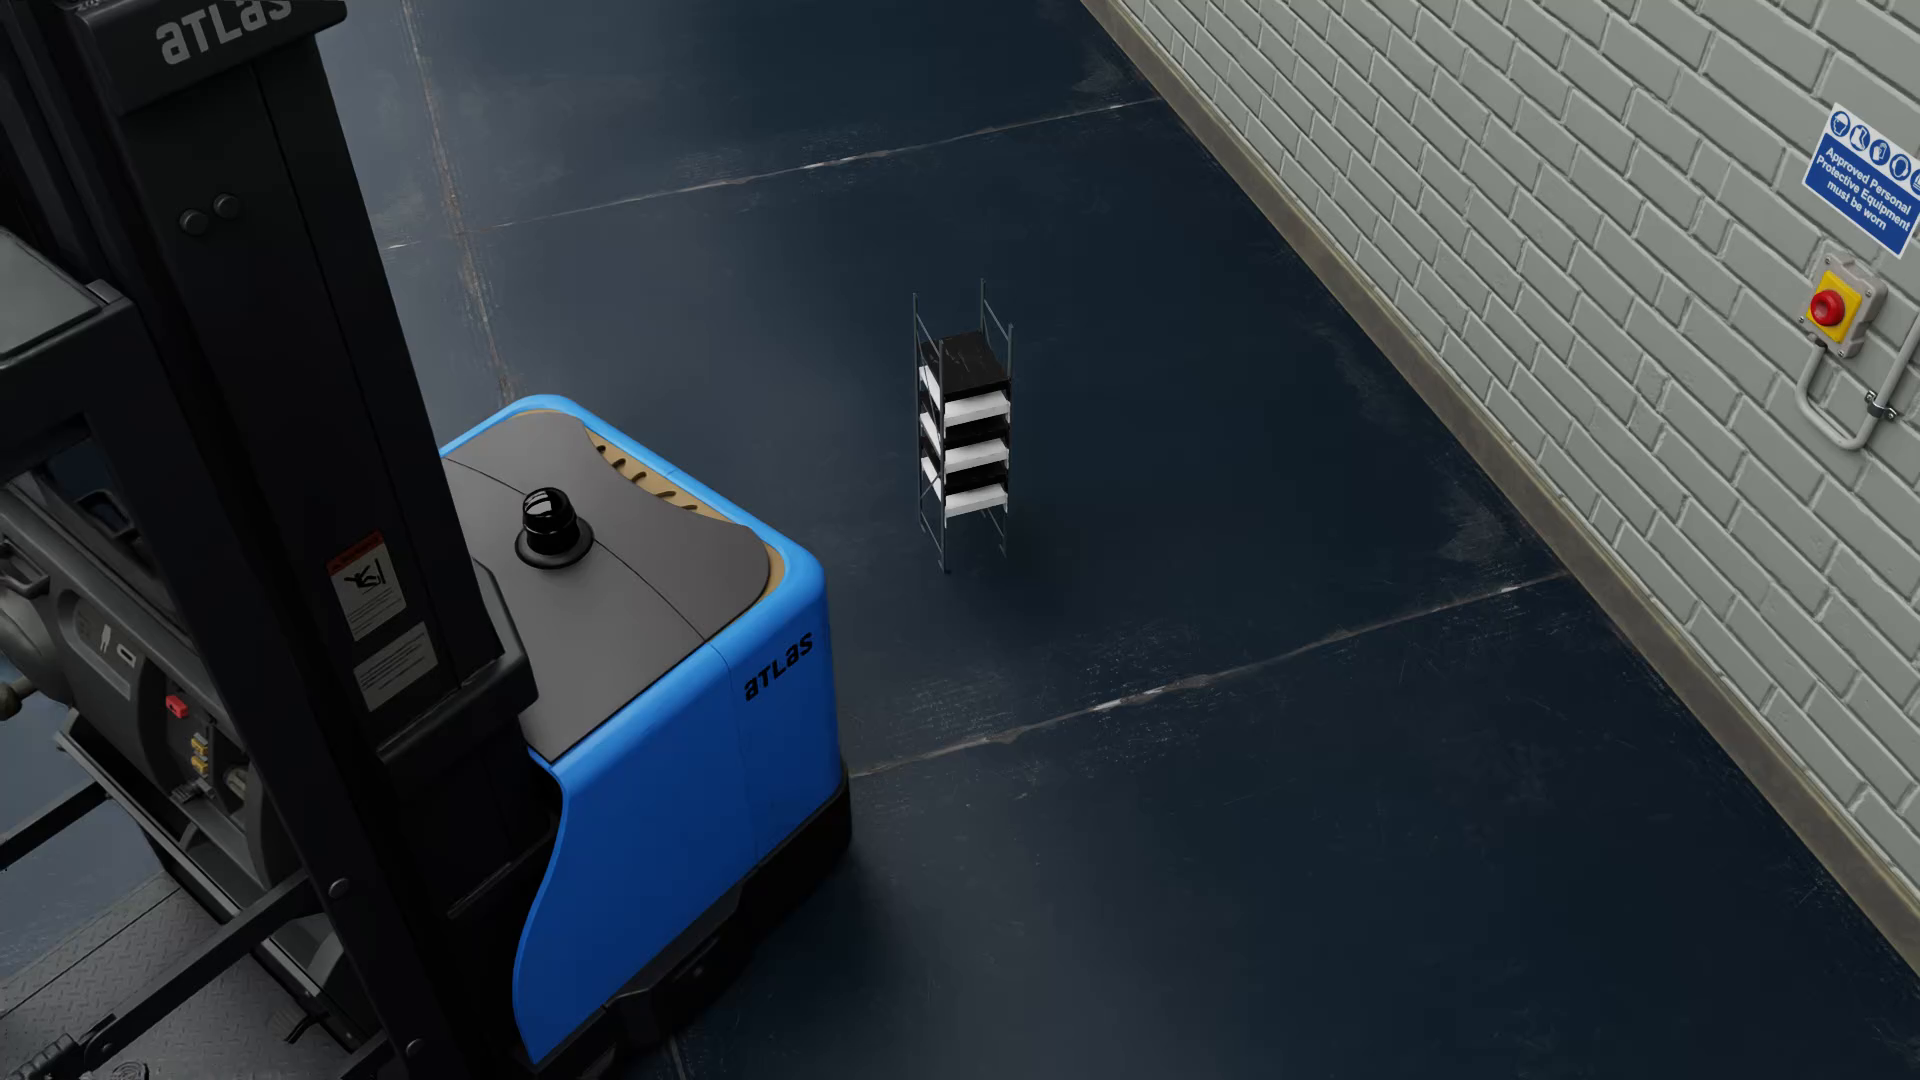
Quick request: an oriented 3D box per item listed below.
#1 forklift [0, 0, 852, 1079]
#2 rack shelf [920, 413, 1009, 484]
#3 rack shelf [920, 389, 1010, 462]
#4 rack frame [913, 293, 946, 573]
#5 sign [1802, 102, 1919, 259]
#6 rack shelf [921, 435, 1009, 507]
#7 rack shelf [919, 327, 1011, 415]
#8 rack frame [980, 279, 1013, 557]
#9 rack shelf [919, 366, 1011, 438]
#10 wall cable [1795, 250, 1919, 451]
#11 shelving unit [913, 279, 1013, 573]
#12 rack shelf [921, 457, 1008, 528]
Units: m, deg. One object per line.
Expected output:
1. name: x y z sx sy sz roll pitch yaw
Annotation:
1. forklift: -1.618 0.353 2.829 1.130 2.935 3.031 31 53 27
2. rack shelf: 0.008 -0.296 4.957 0.200 0.077 0.258 -14 47 -14
3. rack shelf: 0.008 -0.360 4.893 0.200 0.077 0.258 -14 47 -14
4. rack frame: -0.088 -0.295 4.909 0.006 0.900 0.240 -14 47 -14
5. sign: 2.047 -0.812 3.751 0.001 0.218 0.327 -14 47 -14
6. rack shelf: 0.008 -0.233 5.021 0.200 0.077 0.258 -14 47 -14
7. rack shelf: 0.008 -0.487 4.766 0.200 0.077 0.258 -14 47 -14
8. rack frame: 0.103 -0.344 4.958 0.006 0.900 0.240 -14 47 -14
9. rack shelf: 0.008 -0.423 4.829 0.200 0.077 0.258 -14 47 -14
10. wall cable: 2.006 -1.039 3.429 0.123 1.953 0.585 -14 47 -14
11. shelving unit: 0.008 -0.320 4.933 0.210 0.900 0.258 -14 47 -14
12. rack shelf: 0.008 -0.169 5.084 0.200 0.077 0.258 -14 47 -14
